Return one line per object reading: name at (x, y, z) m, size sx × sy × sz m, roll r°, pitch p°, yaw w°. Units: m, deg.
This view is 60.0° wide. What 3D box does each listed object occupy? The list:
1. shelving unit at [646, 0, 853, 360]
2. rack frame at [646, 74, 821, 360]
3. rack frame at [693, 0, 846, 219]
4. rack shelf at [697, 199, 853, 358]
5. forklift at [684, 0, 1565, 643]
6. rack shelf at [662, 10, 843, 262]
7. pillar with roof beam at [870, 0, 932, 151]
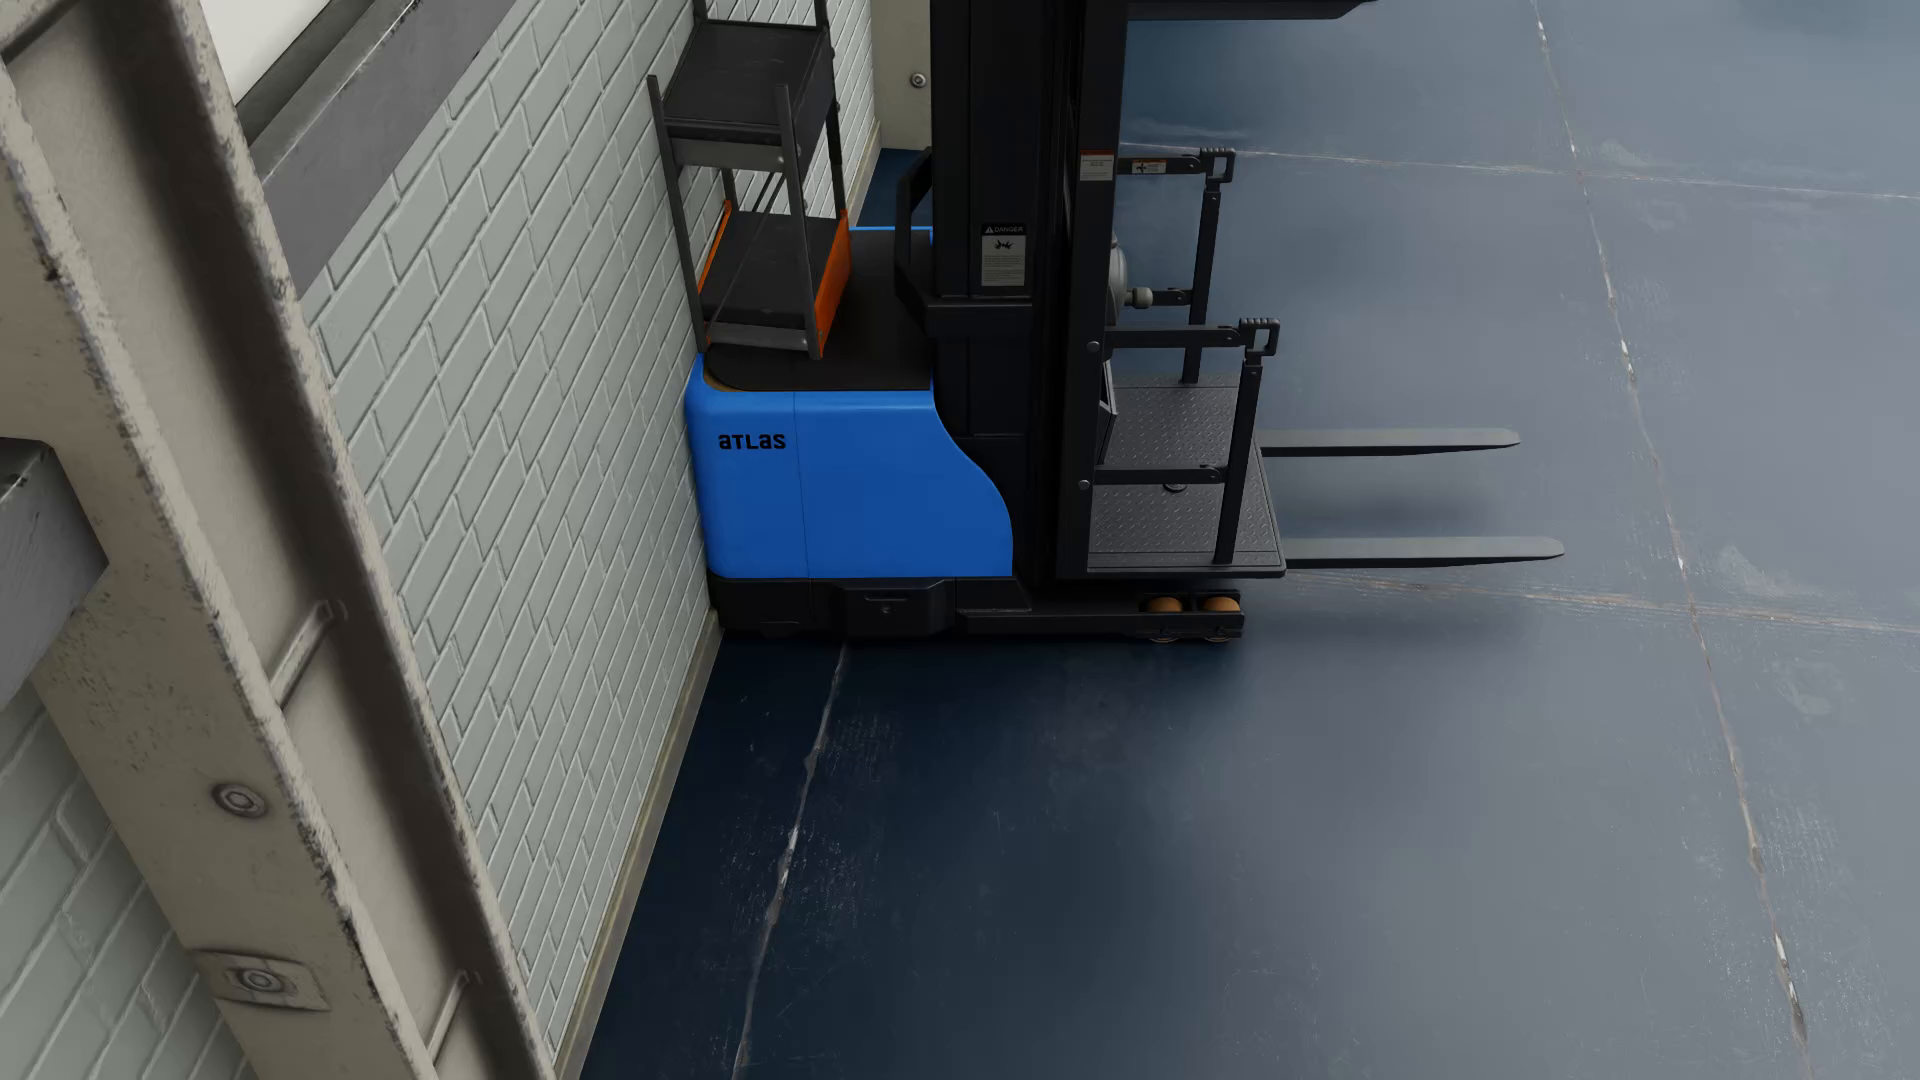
shelving unit at (-0.601, -0.759, 5.469) m, size 0.431 × 2.100 × 0.503 m, roll 6°, pitch 51°, yaw 7°
rack frame at (-0.639, -0.573, 5.315) m, size 0.400 × 2.100 × 0.015 m, roll 6°, pitch 51°, yaw 7°
rack frame at (-0.563, -0.945, 5.623) m, size 0.400 × 2.100 × 0.015 m, roll 6°, pitch 51°, yaw 7°
rack shelf at (-0.601, -0.750, 5.479) m, size 0.431 × 0.518 × 0.480 m, roll 6°, pitch 51°, yaw 7°
forklift at (0.623, -1.070, 5.248) m, size 3.031 × 2.935 × 1.130 m, roll -1°, pitch 43°, yaw -1°
rack shelf at (-0.618, -1.198, 4.942) m, size 0.431 × 0.518 × 0.480 m, roll 6°, pitch 51°, yaw 7°
pillar with roof beam at (4.016, -4.966, 4.950) m, size 9.100 × 9.000 × 0.400 m, roll 5°, pitch 44°, yaw 6°
